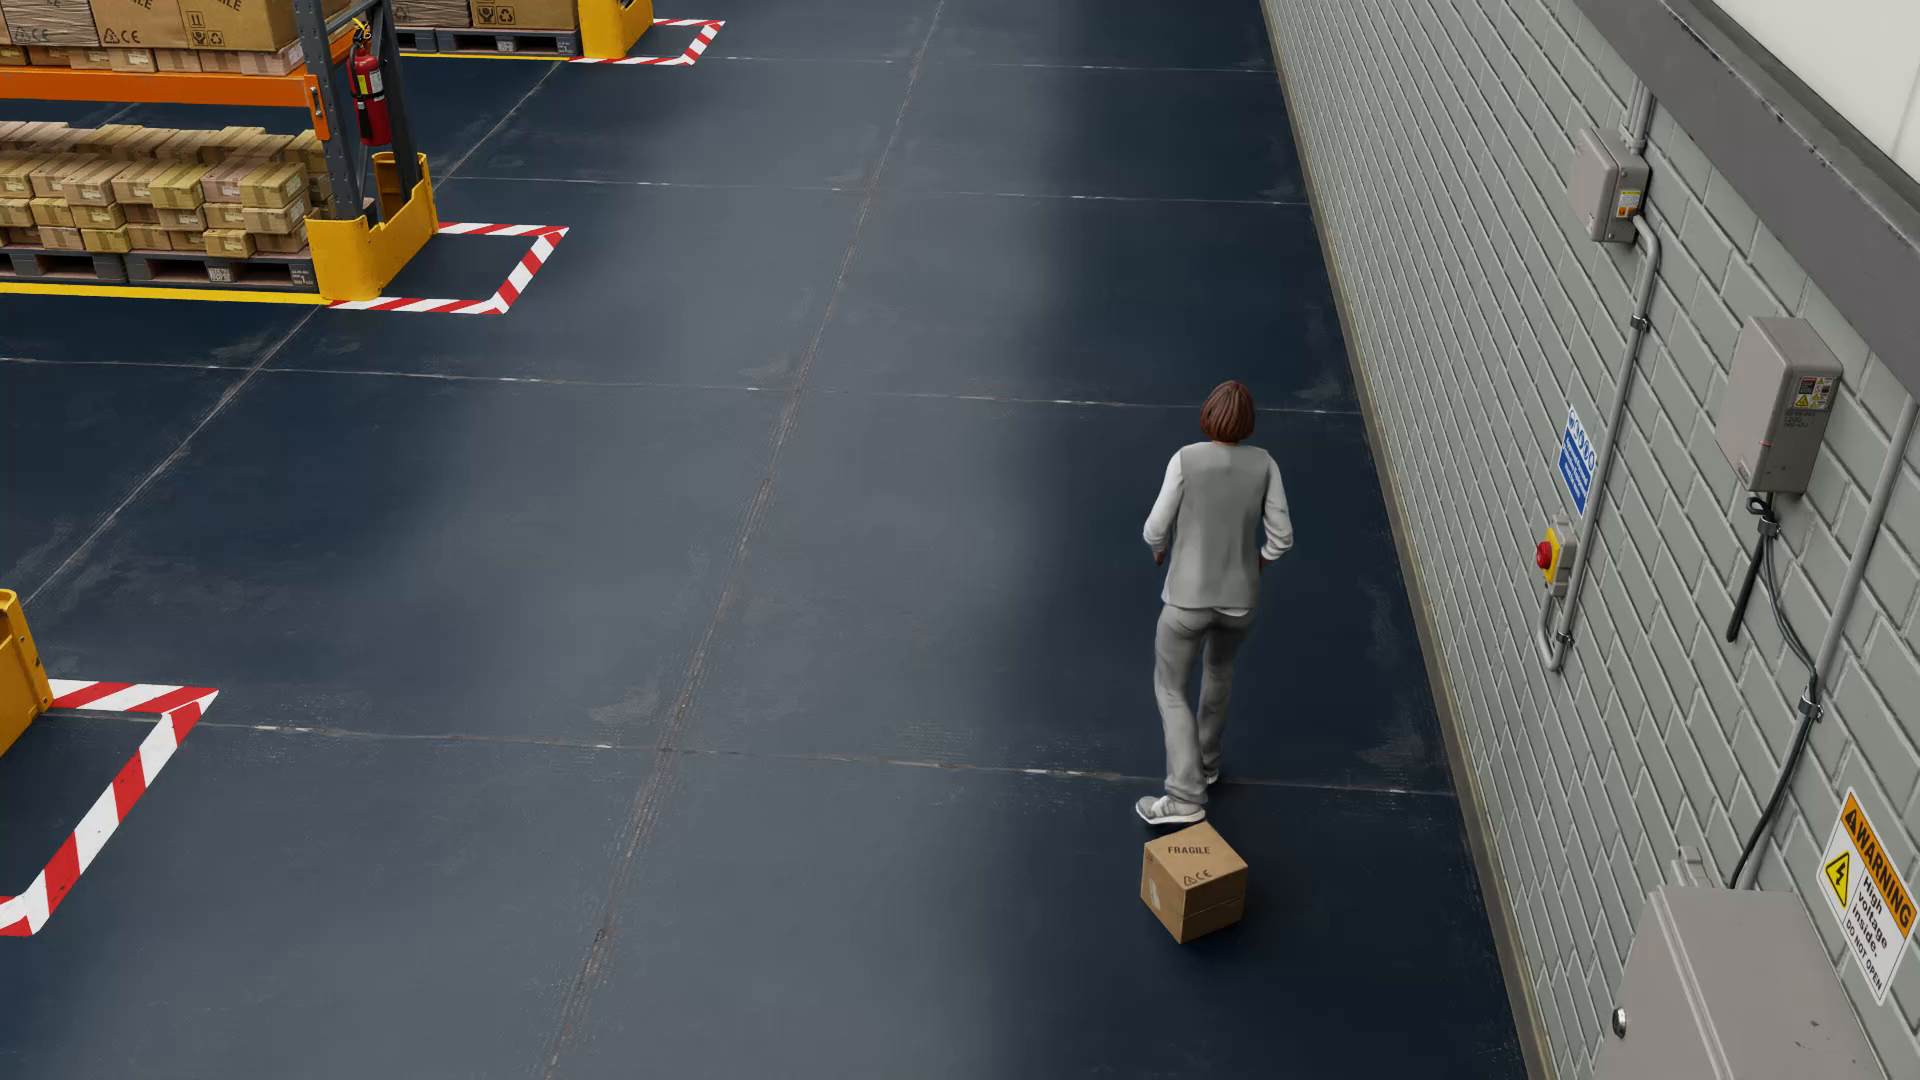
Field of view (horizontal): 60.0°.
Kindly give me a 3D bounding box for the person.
[{"bbox_3d":[0.888,0.252,5.826,0.544,1.511,0.761,-3,33,-4],"label":"person"}]
